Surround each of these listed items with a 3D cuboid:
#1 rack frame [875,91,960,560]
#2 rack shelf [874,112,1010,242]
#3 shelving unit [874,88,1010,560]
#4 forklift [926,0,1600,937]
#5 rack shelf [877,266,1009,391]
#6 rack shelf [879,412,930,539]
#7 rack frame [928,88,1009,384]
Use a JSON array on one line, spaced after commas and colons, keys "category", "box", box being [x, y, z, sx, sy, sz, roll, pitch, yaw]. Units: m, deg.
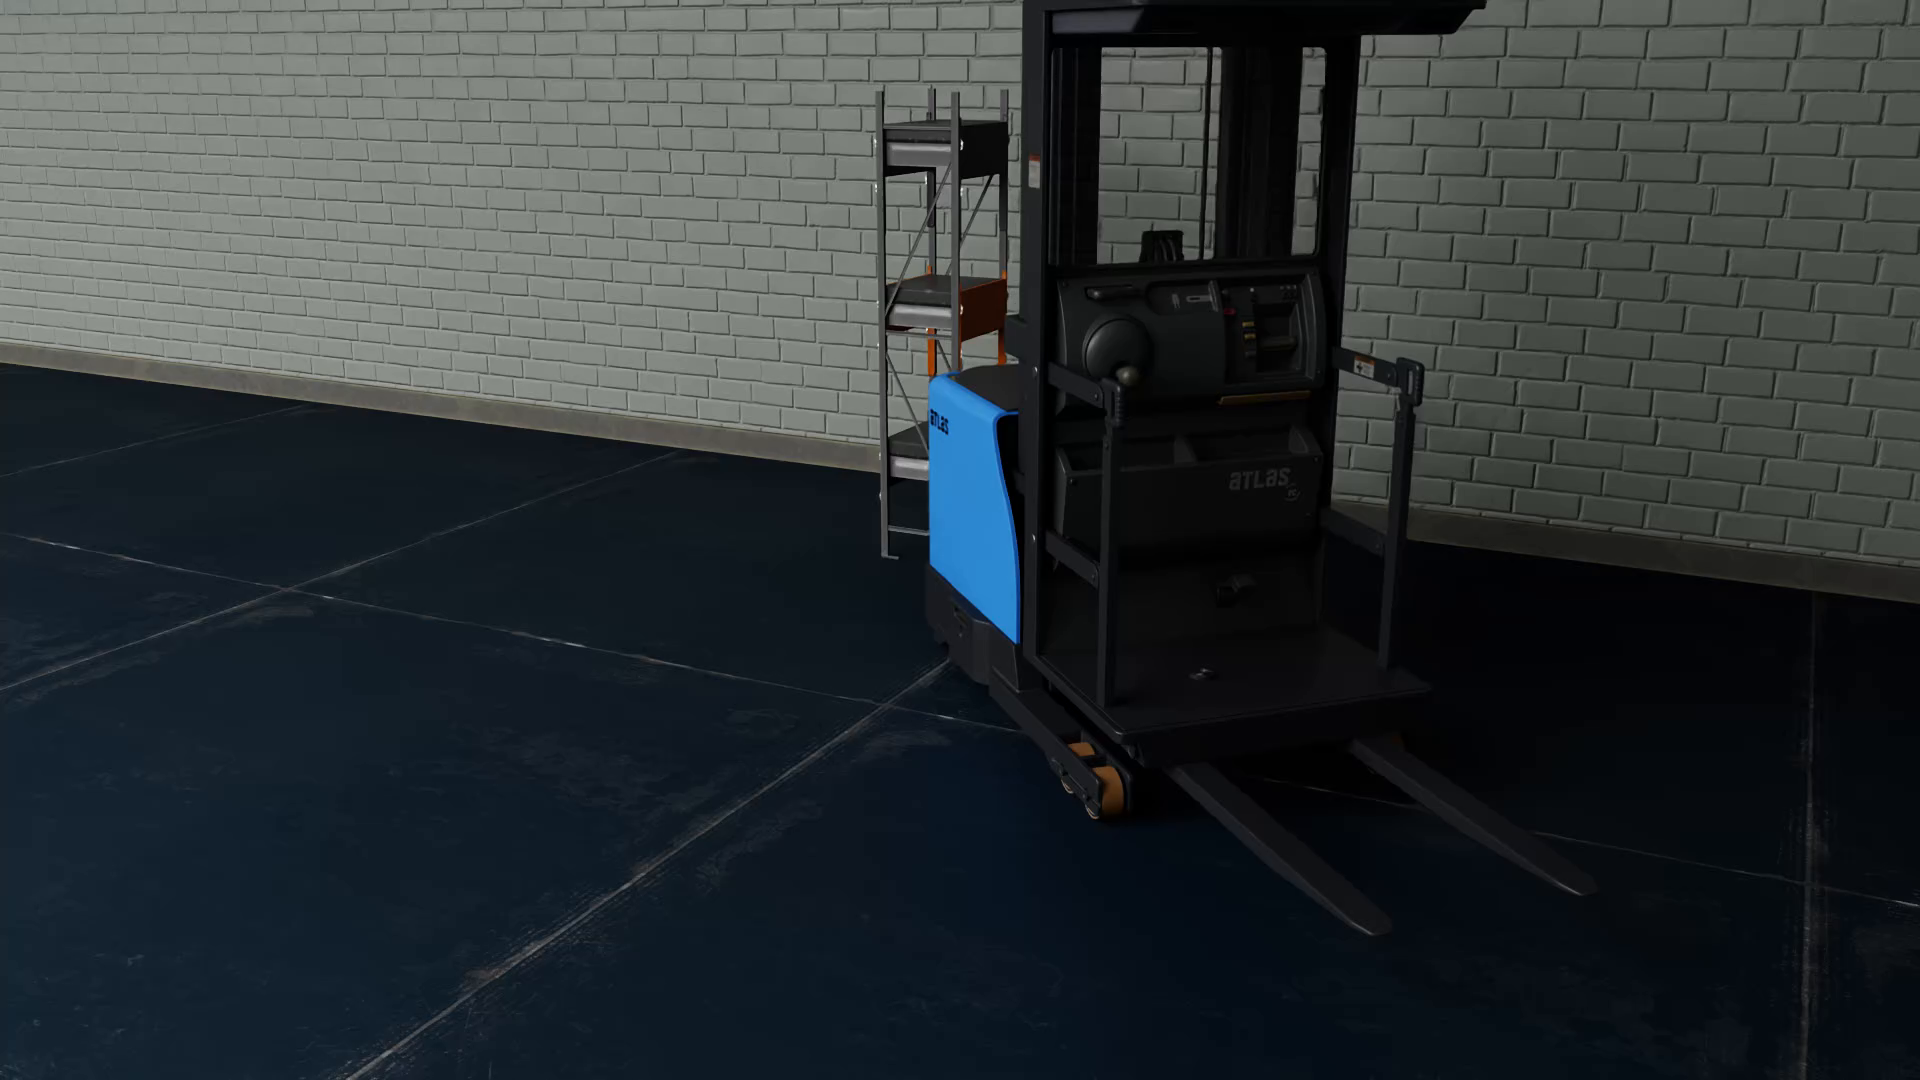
[{"category": "rack frame", "box": [-0.183, -0.902, 7.374, 0.400, 2.100, 0.015, 8, 18, 25]}, {"category": "rack shelf", "box": [-0.074, -1.622, 7.388, 0.431, 0.518, 0.480, 8, 18, 25]}, {"category": "shelving unit", "box": [-0.074, -0.964, 7.583, 0.431, 2.100, 0.503, 8, 18, 25]}, {"category": "forklift", "box": [0.823, -0.673, 5.143, 1.130, 2.935, 3.031, -6, 17, -18]}, {"category": "rack shelf", "box": [-0.074, -0.951, 7.587, 0.431, 0.518, 0.480, 8, 18, 25]}, {"category": "rack shelf", "box": [-0.074, -0.280, 7.787, 0.431, 0.518, 0.480, 8, 18, 25]}, {"category": "rack frame", "box": [0.035, -1.027, 7.793, 0.400, 2.100, 0.015, 8, 18, 25]}]
